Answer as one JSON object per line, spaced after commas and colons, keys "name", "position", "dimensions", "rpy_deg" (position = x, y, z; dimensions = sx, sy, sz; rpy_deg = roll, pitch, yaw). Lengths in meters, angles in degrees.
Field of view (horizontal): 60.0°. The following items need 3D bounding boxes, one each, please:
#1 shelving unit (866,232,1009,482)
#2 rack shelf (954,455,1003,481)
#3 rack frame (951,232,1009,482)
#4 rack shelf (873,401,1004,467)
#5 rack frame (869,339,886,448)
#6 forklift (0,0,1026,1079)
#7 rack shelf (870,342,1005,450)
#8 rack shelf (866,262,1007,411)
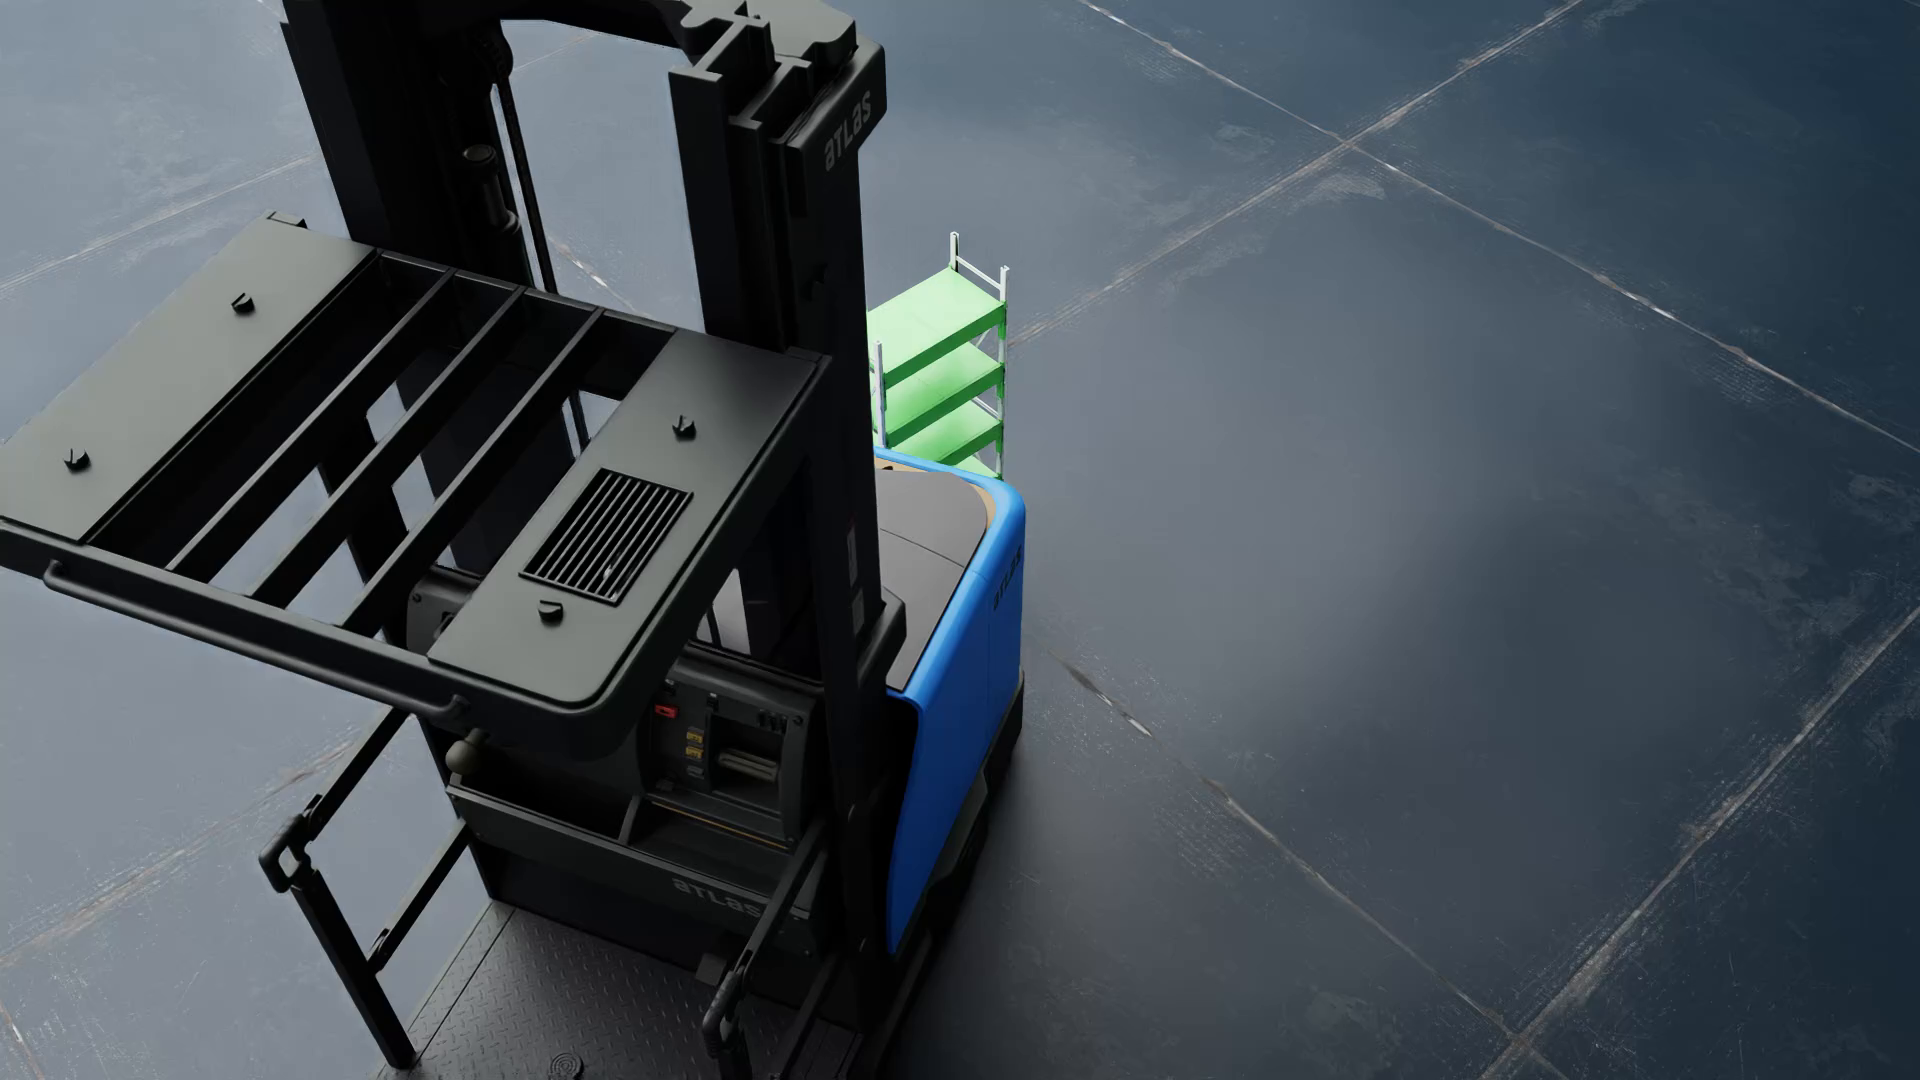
{"name": "shelving unit", "position": [-0.122, -0.325, 5.234], "dimensions": [0.503, 1.200, 0.258], "rpy_deg": [-34, 56, -27]}
{"name": "rack shelf", "position": [-0.122, -0.119, 5.457], "dimensions": [0.480, 0.148, 0.258], "rpy_deg": [-34, 56, -27]}
{"name": "rack frame", "position": [0.058, -0.446, 5.345], "dimensions": [0.015, 1.200, 0.240], "rpy_deg": [-34, 56, -27]}
{"name": "rack shelf", "position": [-0.122, -0.282, 5.280], "dimensions": [0.480, 0.148, 0.258], "rpy_deg": [-34, 56, -27]}
{"name": "rack frame", "position": [-0.303, -0.204, 5.122], "dimensions": [0.015, 1.200, 0.240], "rpy_deg": [-34, 56, -27]}
{"name": "forklift", "position": [-0.814, 0.473, 3.319], "dimensions": [1.130, 2.935, 3.031], "rpy_deg": [16, 49, 14]}
{"name": "rack shelf", "position": [-0.122, -0.444, 5.104], "dimensions": [0.480, 0.148, 0.258], "rpy_deg": [-34, 56, -27]}
{"name": "rack shelf", "position": [-0.122, -0.607, 4.928], "dimensions": [0.480, 0.148, 0.258], "rpy_deg": [-34, 56, -27]}
